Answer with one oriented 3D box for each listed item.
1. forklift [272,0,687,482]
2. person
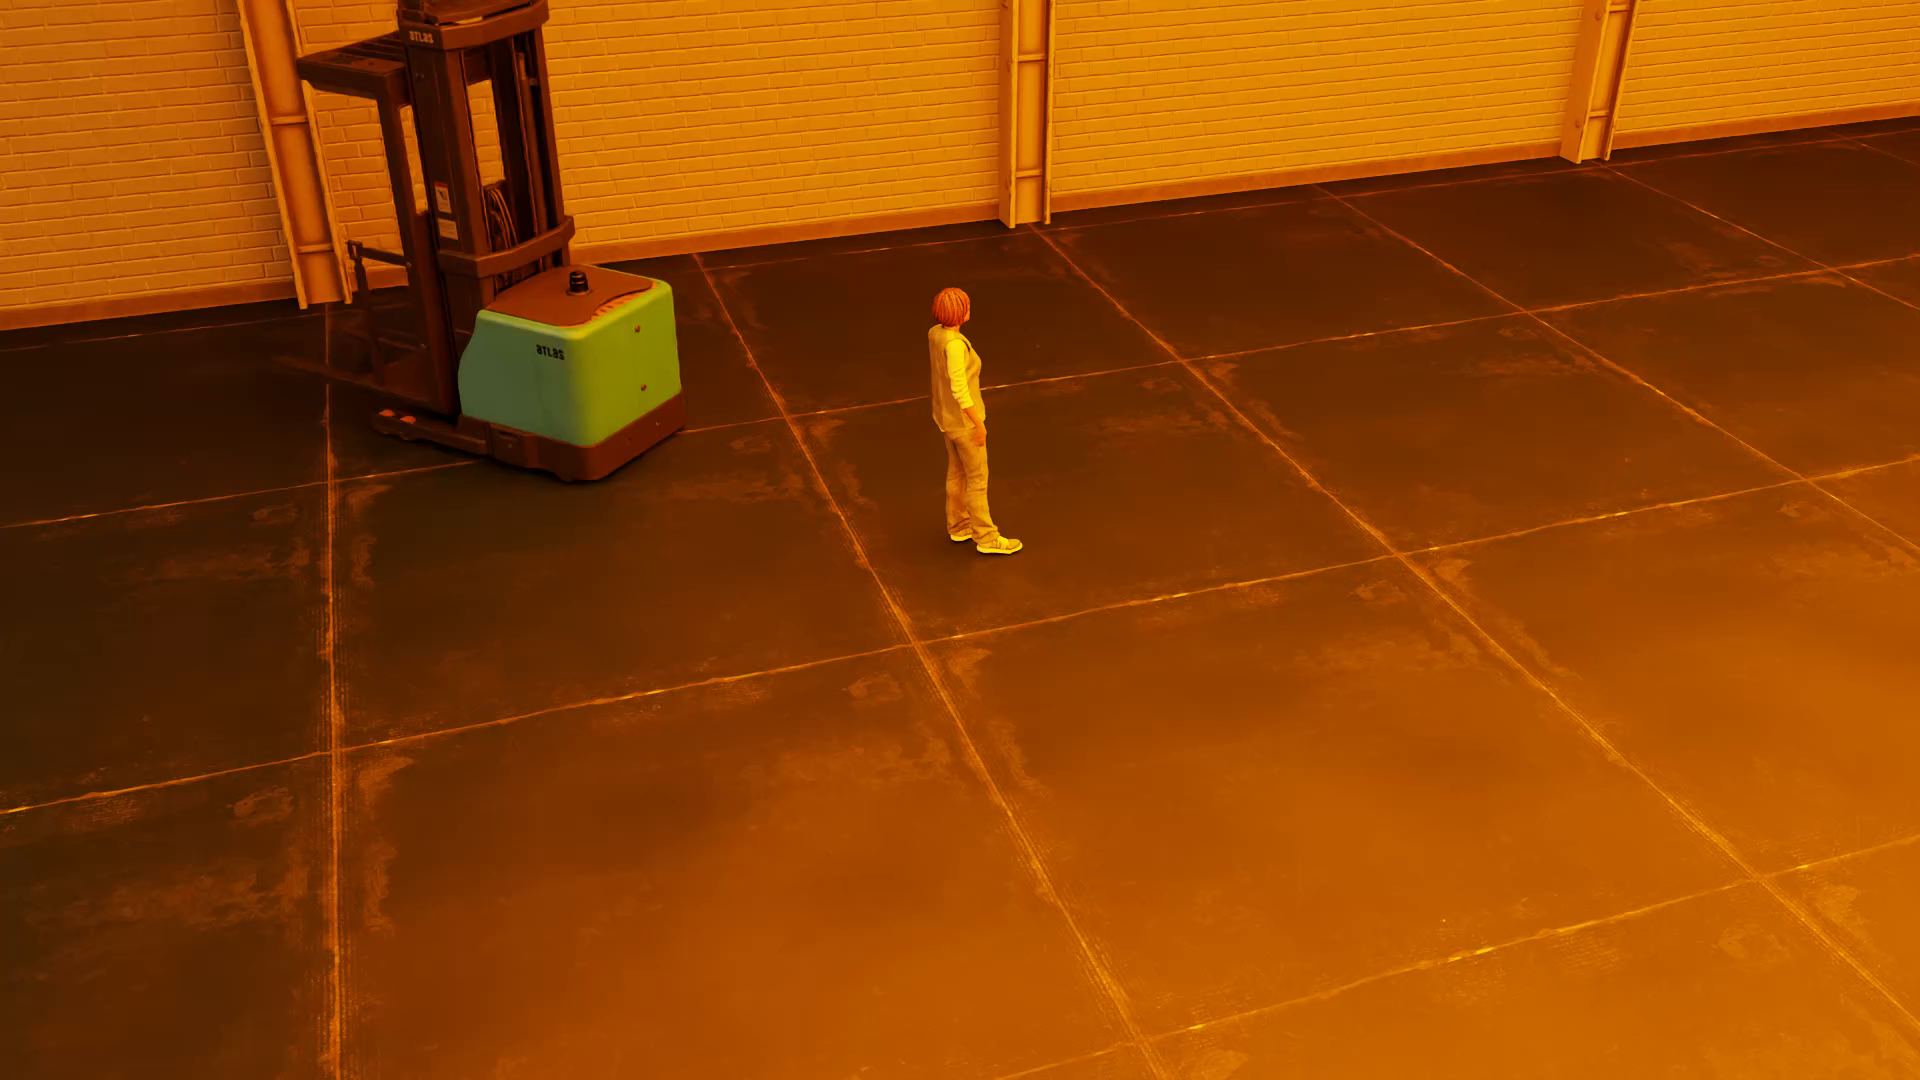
[{"bbox_3d":[-3.397,-2.152,10.827,3.031,2.935,1.130,15,33,24],"label":"forklift"},{"bbox_3d":[0.075,-0.704,9.634,0.473,1.599,0.521,-10,31,-16],"label":"person"}]
